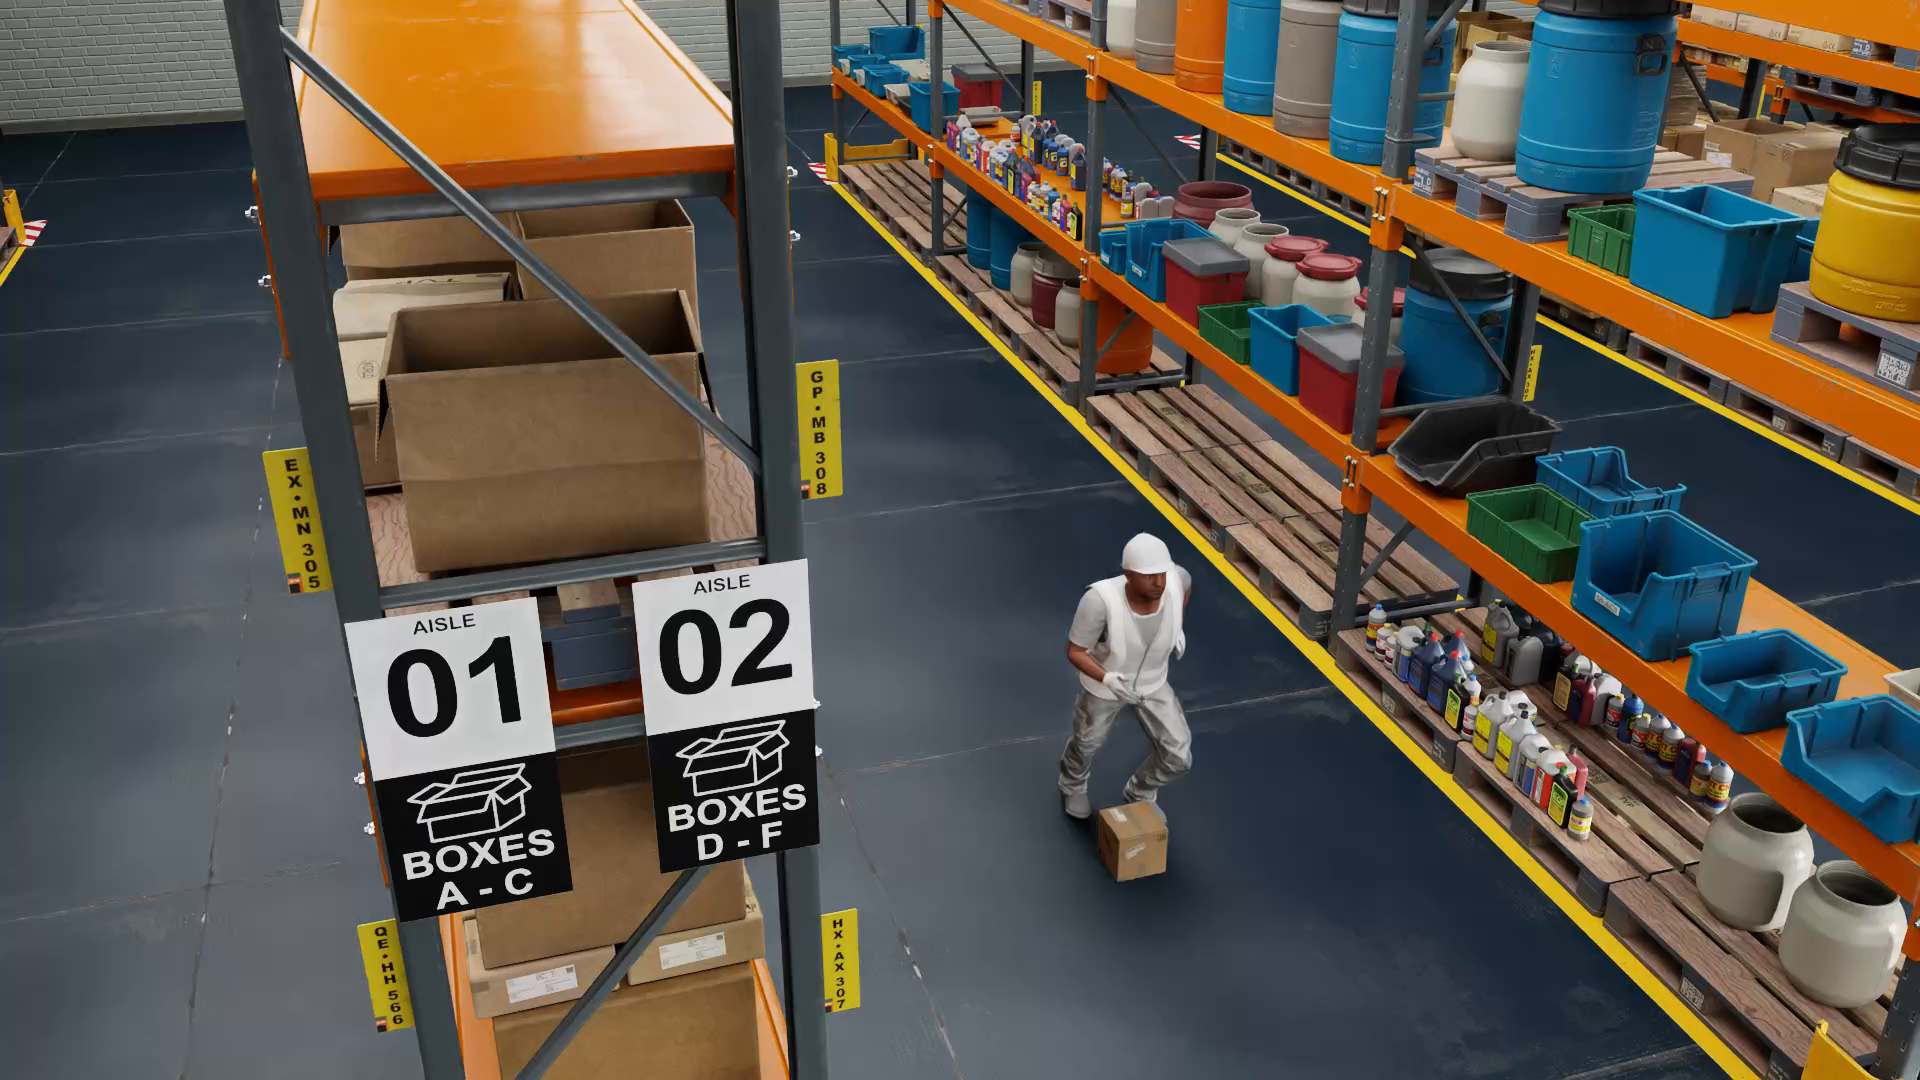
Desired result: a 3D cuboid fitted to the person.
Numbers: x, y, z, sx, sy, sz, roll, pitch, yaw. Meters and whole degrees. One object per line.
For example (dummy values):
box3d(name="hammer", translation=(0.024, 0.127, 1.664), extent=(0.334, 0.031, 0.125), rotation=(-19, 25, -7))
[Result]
box3d(name="person", translation=(0.803, 0.684, 7.775), extent=(0.684, 1.696, 0.878), rotation=(-6, 27, -12))
